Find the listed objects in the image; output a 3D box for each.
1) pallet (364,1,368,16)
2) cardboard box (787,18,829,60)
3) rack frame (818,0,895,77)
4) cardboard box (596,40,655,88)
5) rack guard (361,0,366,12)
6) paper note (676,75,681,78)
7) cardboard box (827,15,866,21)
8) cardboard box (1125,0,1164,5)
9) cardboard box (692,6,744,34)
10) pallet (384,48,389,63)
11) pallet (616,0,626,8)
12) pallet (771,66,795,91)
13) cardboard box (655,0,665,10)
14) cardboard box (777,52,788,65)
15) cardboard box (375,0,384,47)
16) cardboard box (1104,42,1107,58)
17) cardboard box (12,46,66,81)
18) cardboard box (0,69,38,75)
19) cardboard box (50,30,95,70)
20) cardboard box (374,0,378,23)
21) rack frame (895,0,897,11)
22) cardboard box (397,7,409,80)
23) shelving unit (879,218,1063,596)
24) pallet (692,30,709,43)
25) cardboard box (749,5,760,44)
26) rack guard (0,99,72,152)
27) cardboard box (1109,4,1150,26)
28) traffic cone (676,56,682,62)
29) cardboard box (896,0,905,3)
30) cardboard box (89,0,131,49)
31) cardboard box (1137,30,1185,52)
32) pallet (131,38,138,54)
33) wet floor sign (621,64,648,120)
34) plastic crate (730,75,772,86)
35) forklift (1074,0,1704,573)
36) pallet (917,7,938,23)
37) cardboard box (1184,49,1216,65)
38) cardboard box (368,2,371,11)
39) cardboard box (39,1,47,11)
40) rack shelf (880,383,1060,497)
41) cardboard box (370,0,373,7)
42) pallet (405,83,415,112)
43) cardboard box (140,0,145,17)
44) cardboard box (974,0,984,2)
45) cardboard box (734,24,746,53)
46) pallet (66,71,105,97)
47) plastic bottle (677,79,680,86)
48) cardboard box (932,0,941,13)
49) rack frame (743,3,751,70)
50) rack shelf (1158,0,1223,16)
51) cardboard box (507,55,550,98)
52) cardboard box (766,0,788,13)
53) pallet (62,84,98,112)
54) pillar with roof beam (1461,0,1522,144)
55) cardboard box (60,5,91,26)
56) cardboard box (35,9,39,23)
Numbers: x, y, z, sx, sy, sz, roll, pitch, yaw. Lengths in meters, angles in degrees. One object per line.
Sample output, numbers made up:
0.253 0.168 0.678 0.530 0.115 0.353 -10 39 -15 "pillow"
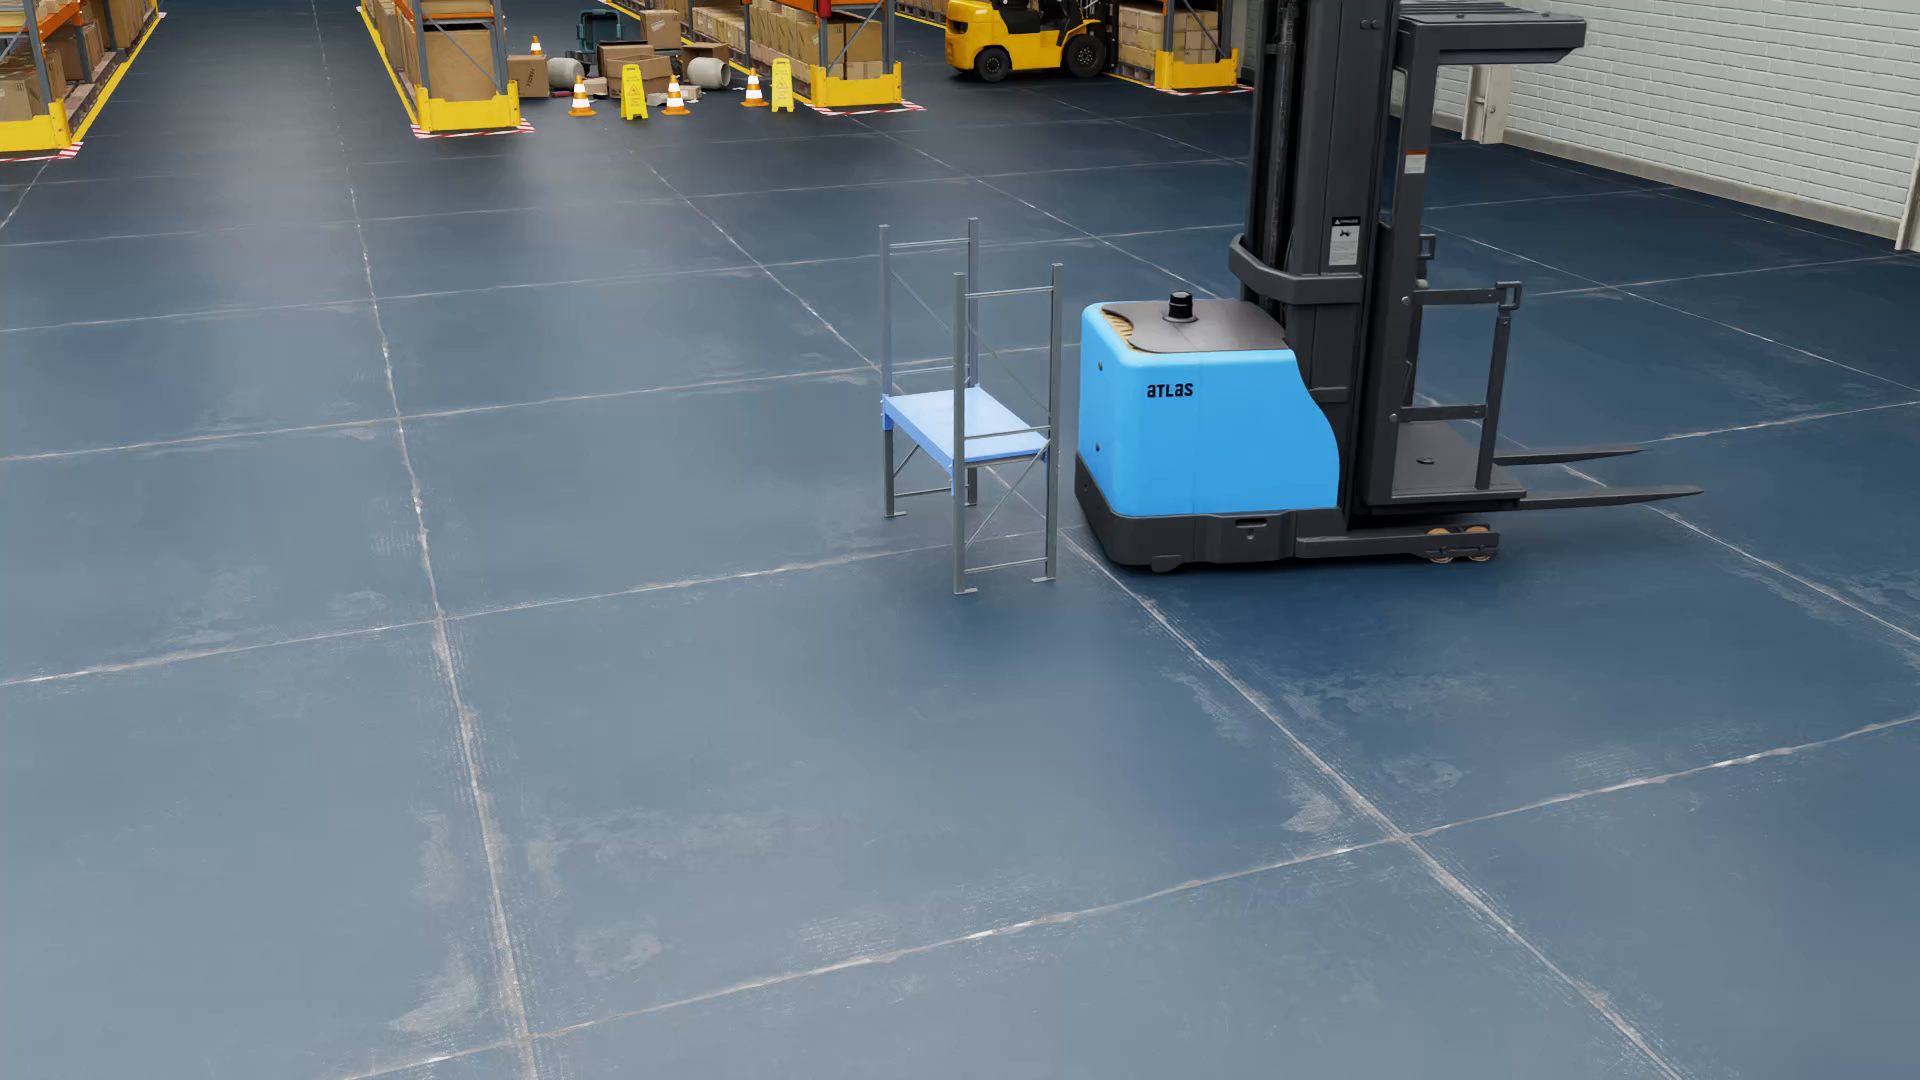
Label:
-11.299 -10.593 33.111 1.003 0.211 1.213 -8 24 -19 "pallet"
-2.047 -6.825 22.614 0.500 0.500 0.500 -7 24 -17 "cardboard box"
-1.332 -7.108 21.252 1.000 3.000 0.127 -8 24 -19 "rack frame"
-4.659 -6.650 23.205 0.797 0.637 0.503 -8 24 -19 "cardboard box"
-11.553 -11.026 33.767 1.175 0.500 0.348 -8 24 -19 "rack guard"
-4.154 -6.767 24.265 0.148 0.019 0.142 -8 24 -19 "paper note"
-1.556 -6.909 22.814 0.500 0.500 0.500 -9 25 -21 "cardboard box"
2.796 -7.930 24.914 0.500 0.250 0.500 -9 24 -20 "cardboard box"
-3.968 -8.791 28.088 0.950 0.372 0.625 -10 25 -23 "cardboard box"
-8.545 -7.717 26.288 1.003 0.211 1.213 -8 24 -19 "pallet"
-6.629 -11.357 34.924 1.003 0.211 1.213 -8 24 -19 "pallet"
-2.040 -6.593 23.621 1.003 0.211 1.213 -8 24 -19 "pallet"
-5.277 -10.468 31.420 0.875 0.875 0.875 -8 24 -17 "cardboard box"
-2.235 -6.670 23.213 0.500 0.250 0.500 -9 25 -21 "cardboard box"
-8.622 -8.222 26.252 1.050 0.750 0.750 -9 24 -20 "cardboard box"
2.309 -7.395 24.933 0.500 0.250 0.500 -8 24 -17 "cardboard box"
-11.912 -6.093 21.521 0.500 0.500 0.500 -9 25 -21 "cardboard box"
-11.051 -5.232 19.478 0.500 0.500 0.500 -2 23 -5 "cardboard box"
-12.562 -6.858 23.311 0.700 0.500 0.500 -11 25 -24 "cardboard box"
-10.154 -9.489 29.579 0.500 0.500 0.500 -7 24 -17 "cardboard box"
-0.929 -12.151 33.216 1.000 3.000 0.127 -8 24 -19 "rack frame"
-7.184 -6.822 22.768 0.875 0.875 0.875 -8 24 -18 "cardboard box"
0.030 -0.660 7.885 0.538 1.500 1.048 -8 24 -19 "shelving unit"
-3.884 -8.446 28.017 1.003 0.211 1.213 -8 24 -19 "pallet"
-2.789 -7.582 24.411 0.500 0.500 0.500 -7 24 -16 "cardboard box"
-10.630 -4.624 18.577 1.175 0.500 0.348 -8 24 -19 "rack guard"
2.482 -7.669 24.295 0.500 0.250 0.500 -8 24 -18 "cardboard box"
-4.493 -7.651 25.807 0.336 0.463 0.334 -8 24 -19 "traffic cone"
-0.969 -10.986 33.130 0.500 0.500 0.500 -7 24 -17 "cardboard box"
-13.654 -8.123 25.856 1.225 0.875 0.875 -10 25 -21 "cardboard box"
2.846 -7.081 23.545 0.500 0.250 0.500 -9 24 -20 "cardboard box"
-14.065 -8.110 27.219 1.003 0.211 1.213 -8 24 -19 "pallet"
-4.065 -5.568 20.631 0.267 0.644 0.232 -13 26 -28 "wet floor sign"
-2.958 -6.533 23.647 0.402 0.080 0.583 -18 29 -37 "plastic crate"
2.152 -1.438 7.889 3.031 2.935 1.130 -3 23 -7 "forklift"
-0.172 -10.131 32.016 1.003 0.211 1.213 -8 24 -19 "pallet"
3.320 -6.922 23.811 0.500 0.250 0.500 -8 24 -19 "cardboard box"
-10.989 -10.104 31.490 0.380 0.149 0.250 -8 24 -19 "cardboard box"
-10.929 -6.222 19.474 0.380 0.149 0.250 -8 24 -19 "cardboard box"
0.030 -0.494 7.955 0.538 0.185 1.000 -8 24 -19 "rack shelf"
-10.682 -9.937 30.711 0.380 0.149 0.250 -10 25 -22 "cardboard box"
-6.710 -5.830 21.809 1.003 0.211 1.213 -8 24 -19 "pallet"
-15.319 -9.901 30.073 0.875 0.875 0.875 -8 24 -19 "cardboard box"
0.692 -9.568 29.606 0.875 0.625 0.625 -8 24 -17 "cardboard box"
-2.933 -7.734 25.581 0.950 0.372 0.625 -8 24 -18 "cardboard box"
-12.293 -6.199 22.687 1.003 0.211 1.213 -8 24 -19 "pallet"
-4.044 -6.481 23.548 0.133 0.061 0.283 -4 23 -10 "plastic bottle"
-0.221 -10.236 31.352 0.500 0.500 0.500 -7 24 -17 "cardboard box"
-2.745 -8.561 24.701 1.000 3.000 0.127 -8 24 -19 "rack frame"
2.604 -8.186 24.735 1.077 0.370 4.000 -8 24 -19 "rack shelf"
-5.832 -6.272 22.483 0.500 0.500 0.500 -4 23 -10 "cardboard box"
-2.520 -7.543 23.484 0.380 0.149 0.250 -7 24 -16 "cardboard box"
-11.746 -5.678 21.449 1.003 0.211 1.213 -8 24 -19 "pallet"
2.000 -8.161 16.026 9.100 9.000 0.400 -8 24 -19 "pillar with roof beam"
-12.968 -7.621 24.156 0.500 0.250 0.500 -6 23 -13 "cardboard box"
-10.551 -5.862 18.620 0.380 0.149 0.250 -8 24 -19 "cardboard box"
